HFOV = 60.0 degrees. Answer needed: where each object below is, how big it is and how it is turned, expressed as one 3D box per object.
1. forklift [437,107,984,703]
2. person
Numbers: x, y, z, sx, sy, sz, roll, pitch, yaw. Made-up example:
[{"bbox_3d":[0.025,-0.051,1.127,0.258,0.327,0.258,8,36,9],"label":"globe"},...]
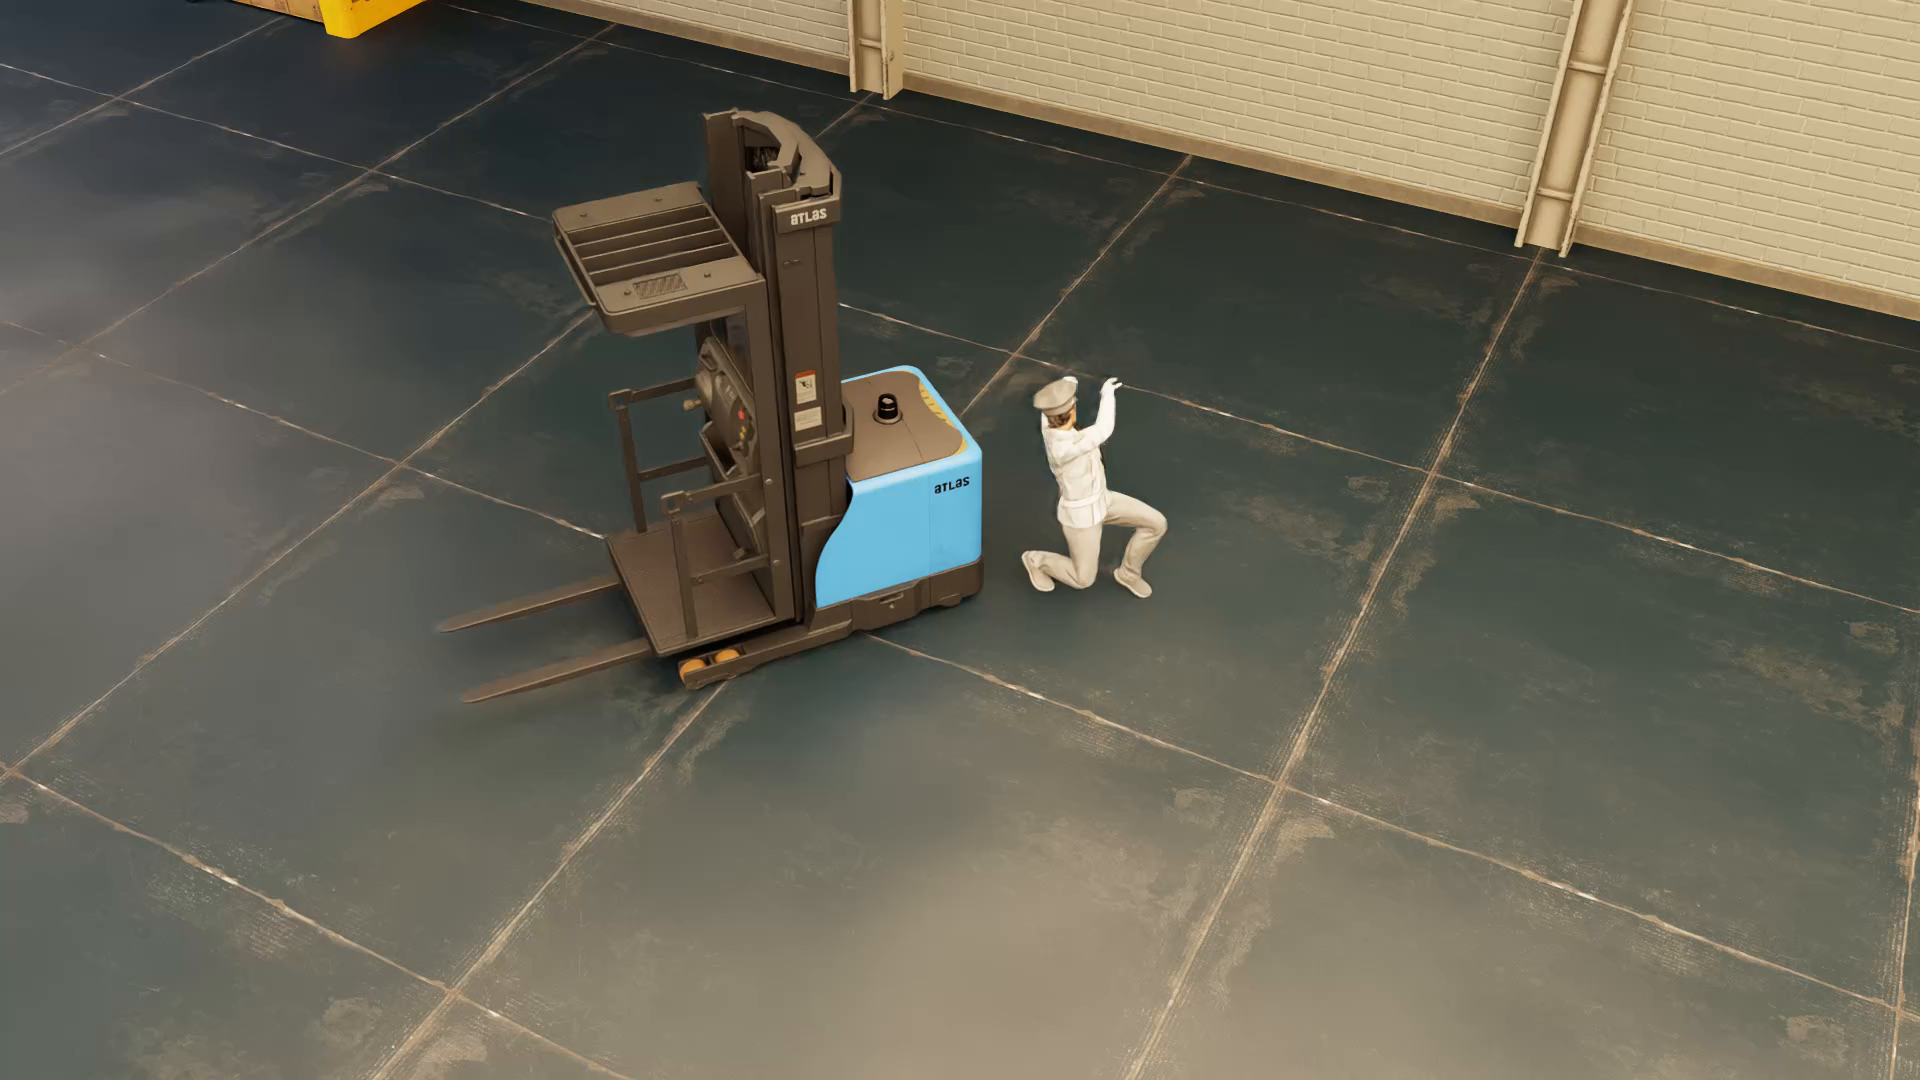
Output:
[{"bbox_3d":[-1.423,-0.680,8.794,3.031,2.935,1.130,-16,43,-18],"label":"forklift"},{"bbox_3d":[0.839,-0.389,9.646,0.847,1.420,0.977,11,41,13],"label":"person"}]
